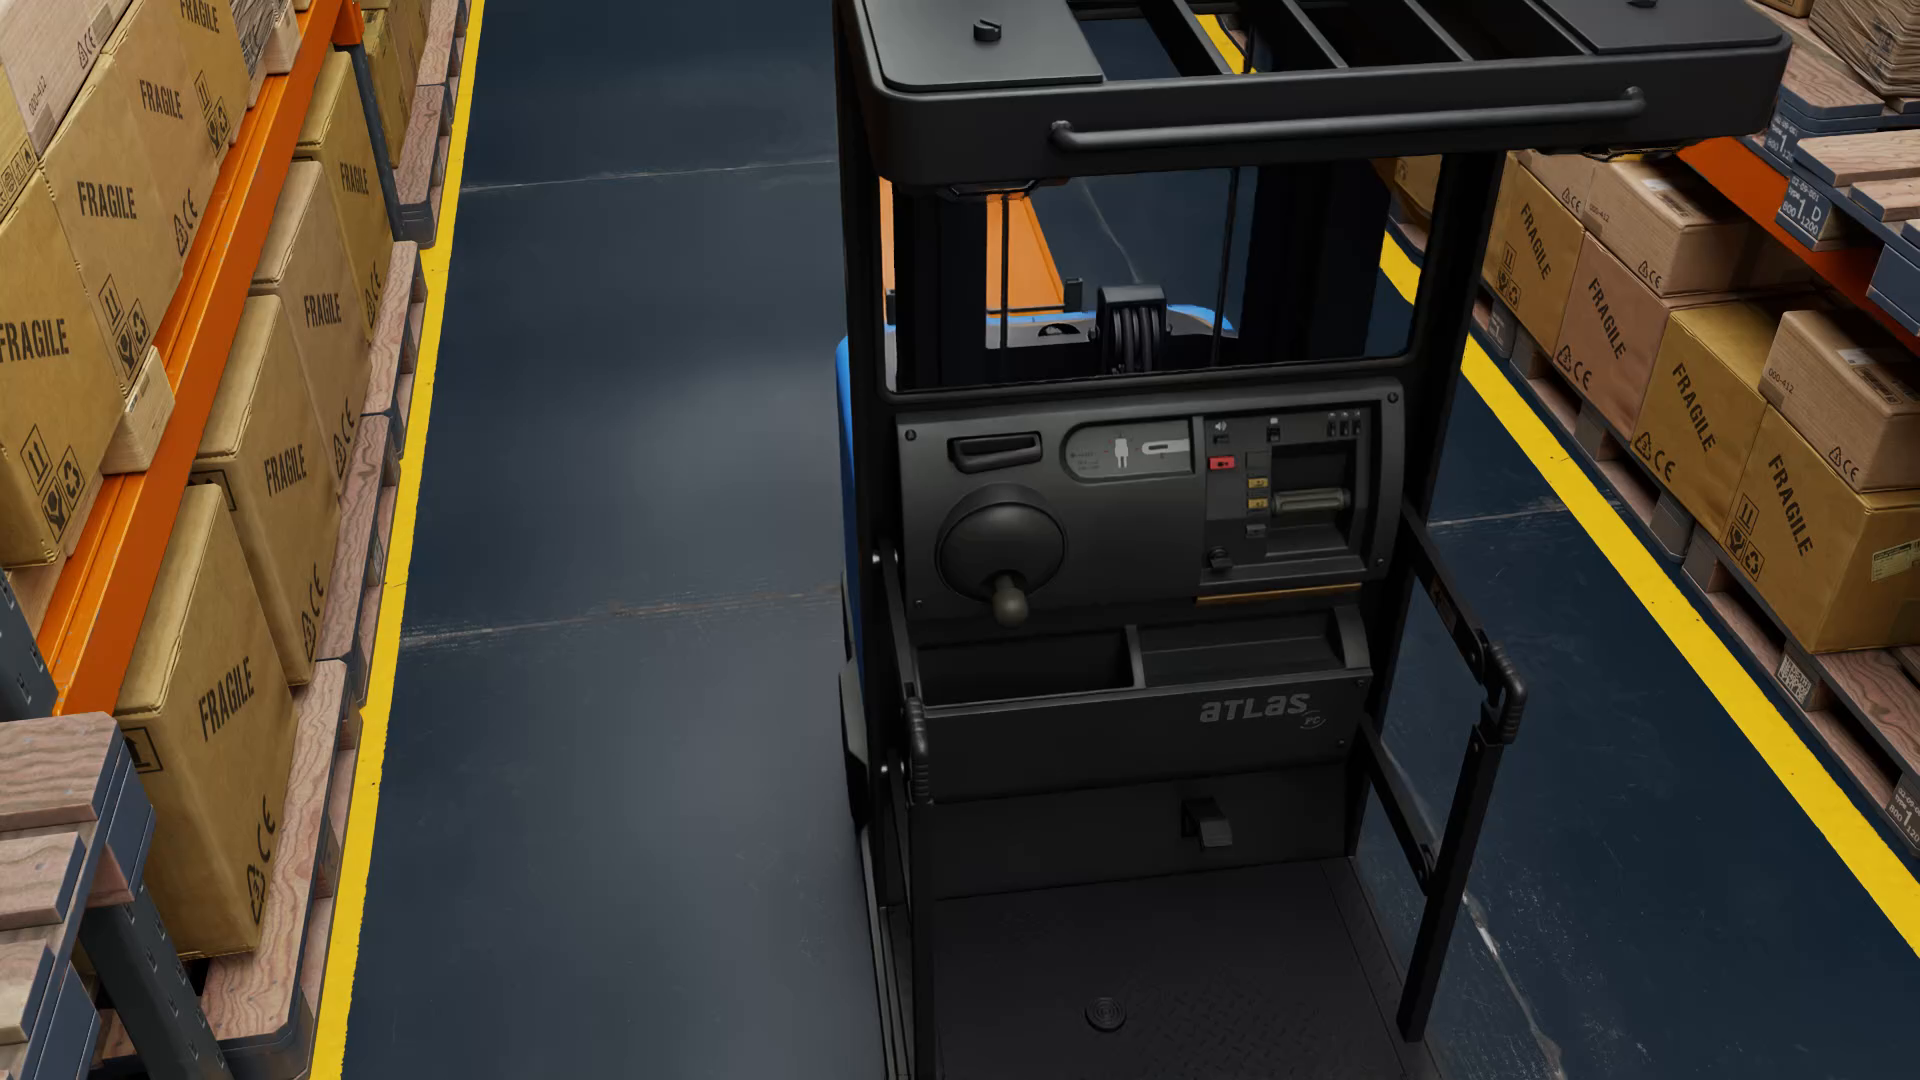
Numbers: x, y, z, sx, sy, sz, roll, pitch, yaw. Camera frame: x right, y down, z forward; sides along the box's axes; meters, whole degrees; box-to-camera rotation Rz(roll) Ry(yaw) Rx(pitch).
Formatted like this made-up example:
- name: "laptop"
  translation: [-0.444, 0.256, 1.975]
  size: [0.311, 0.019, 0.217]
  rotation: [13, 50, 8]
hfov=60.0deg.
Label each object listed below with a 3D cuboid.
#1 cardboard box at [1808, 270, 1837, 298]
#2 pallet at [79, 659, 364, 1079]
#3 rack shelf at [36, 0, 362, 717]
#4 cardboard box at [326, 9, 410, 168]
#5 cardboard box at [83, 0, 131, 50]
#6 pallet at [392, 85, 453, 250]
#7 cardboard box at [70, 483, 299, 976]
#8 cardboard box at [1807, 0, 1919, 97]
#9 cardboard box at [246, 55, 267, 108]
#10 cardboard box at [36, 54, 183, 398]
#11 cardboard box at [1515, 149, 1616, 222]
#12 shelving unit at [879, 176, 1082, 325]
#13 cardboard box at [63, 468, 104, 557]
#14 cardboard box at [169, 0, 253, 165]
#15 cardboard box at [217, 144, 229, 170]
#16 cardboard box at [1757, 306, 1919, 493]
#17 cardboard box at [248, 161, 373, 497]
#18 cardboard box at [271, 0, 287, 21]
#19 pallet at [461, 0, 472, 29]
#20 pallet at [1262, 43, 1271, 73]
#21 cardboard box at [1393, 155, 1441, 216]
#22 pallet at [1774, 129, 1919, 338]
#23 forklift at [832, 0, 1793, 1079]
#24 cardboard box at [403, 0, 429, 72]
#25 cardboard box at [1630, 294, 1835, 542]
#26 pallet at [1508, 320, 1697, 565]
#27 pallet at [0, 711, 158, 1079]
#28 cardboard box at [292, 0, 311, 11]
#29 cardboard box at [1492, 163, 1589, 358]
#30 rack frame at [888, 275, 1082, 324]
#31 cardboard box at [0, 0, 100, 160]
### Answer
- name: "cardboard box"
  translation: [2.822, -0.756, 5.457]
  size: [0.500, 0.500, 0.500]
  rotation: [-7, 38, -9]
- name: "pallet"
  translation: [-2.043, 0.822, 4.020]
  size: [1.003, 0.211, 1.213]
  rotation: [-6, 38, -8]
- name: "rack shelf"
  translation: [-2.330, -0.719, 4.317]
  size: [1.077, 0.370, 4.000]
  rotation: [-6, 38, -8]
- name: "cardboard box"
  translation: [-2.710, -1.853, 6.885]
  size: [0.700, 0.500, 0.500]
  rotation: [-6, 38, -7]
- name: "cardboard box"
  translation: [-1.991, -1.184, 3.378]
  size: [0.500, 0.250, 0.500]
  rotation: [-6, 38, -8]
- name: "pallet"
  translation: [-2.736, -1.578, 7.109]
  size: [1.003, 0.211, 1.213]
  rotation: [-6, 38, -8]
- name: "cardboard box"
  translation: [-1.979, 0.430, 3.662]
  size: [0.750, 0.750, 0.750]
  rotation: [-7, 38, -9]
- name: "cardboard box"
  translation: [2.704, -1.477, 4.282]
  size: [0.700, 0.500, 0.500]
  rotation: [0, 38, 1]
- name: "cardboard box"
  translation: [-2.192, -1.327, 4.702]
  size: [0.380, 0.149, 0.250]
  rotation: [-6, 38, -8]
- name: "cardboard box"
  translation: [-1.895, -0.598, 3.235]
  size: [0.500, 0.500, 0.500]
  rotation: [-5, 38, -6]
- name: "cardboard box"
  translation: [2.216, -1.307, 5.555]
  size: [0.500, 0.250, 0.500]
  rotation: [-6, 38, -8]
- name: "shelving unit"
  translation: [-0.004, -0.520, 5.003]
  size: [0.538, 1.125, 1.048]
  rotation: [-5, 38, -6]
- name: "cardboard box"
  translation: [-1.844, -0.081, 3.098]
  size: [0.380, 0.149, 0.250]
  rotation: [-6, 38, -7]
- name: "cardboard box"
  translation: [-2.080, -1.212, 4.025]
  size: [0.500, 0.500, 0.500]
  rotation: [-5, 38, -7]
- name: "cardboard box"
  translation: [-2.127, -1.012, 4.297]
  size: [0.380, 0.149, 0.250]
  rotation: [-5, 38, -7]
- name: "cardboard box"
  translation: [2.488, -0.386, 4.370]
  size: [0.500, 0.250, 0.500]
  rotation: [-5, 38, -6]
- name: "cardboard box"
  translation: [-2.280, -0.613, 5.004]
  size: [0.750, 0.750, 0.750]
  rotation: [-5, 38, -7]
- name: "cardboard box"
  translation: [-2.252, -1.817, 4.804]
  size: [0.500, 0.500, 0.500]
  rotation: [-6, 38, -8]
- name: "pallet"
  translation: [-3.164, -3.051, 9.006]
  size: [1.003, 0.211, 1.213]
  rotation: [-6, 38, -8]
- name: "pallet"
  translation: [2.077, -2.060, 7.730]
  size: [1.003, 0.211, 1.213]
  rotation: [-6, 38, -8]
- name: "cardboard box"
  translation: [2.041, -1.615, 6.562]
  size: [0.500, 0.500, 0.500]
  rotation: [-8, 39, -10]
- name: "pallet"
  translation: [2.709, -0.656, 3.806]
  size: [1.213, 0.211, 1.003]
  rotation: [-6, 38, -8]
- name: "forklift"
  translation: [0.384, 0.005, 2.854]
  size: [1.130, 2.935, 3.031]
  rotation: [-5, 38, -6]
- name: "cardboard box"
  translation: [-2.883, -2.467, 7.675]
  size: [0.700, 0.500, 0.500]
  rotation: [-5, 38, -7]
- name: "cardboard box"
  translation: [2.412, -0.369, 4.959]
  size: [0.500, 0.500, 0.500]
  rotation: [-8, 38, -10]
- name: "pallet"
  translation: [2.593, -0.419, 5.618]
  size: [1.003, 0.211, 1.213]
  rotation: [-6, 38, -8]
- name: "pallet"
  translation: [-1.749, 0.700, 2.061]
  size: [1.213, 0.211, 1.003]
  rotation: [-6, 38, -8]
- name: "cardboard box"
  translation: [-2.275, -1.796, 5.306]
  size: [0.380, 0.149, 0.250]
  rotation: [-6, 38, -7]
- name: "cardboard box"
  translation: [2.226, -0.991, 5.759]
  size: [0.500, 0.500, 0.500]
  rotation: [-6, 38, -7]
- name: "rack frame"
  translation: [0.065, -0.211, 4.605]
  size: [0.500, 1.125, 0.032]
  rotation: [-5, 38, -6]
- name: "cardboard box"
  translation: [-1.900, -0.883, 2.990]
  size: [0.500, 0.250, 0.500]
  rotation: [-7, 38, -9]
